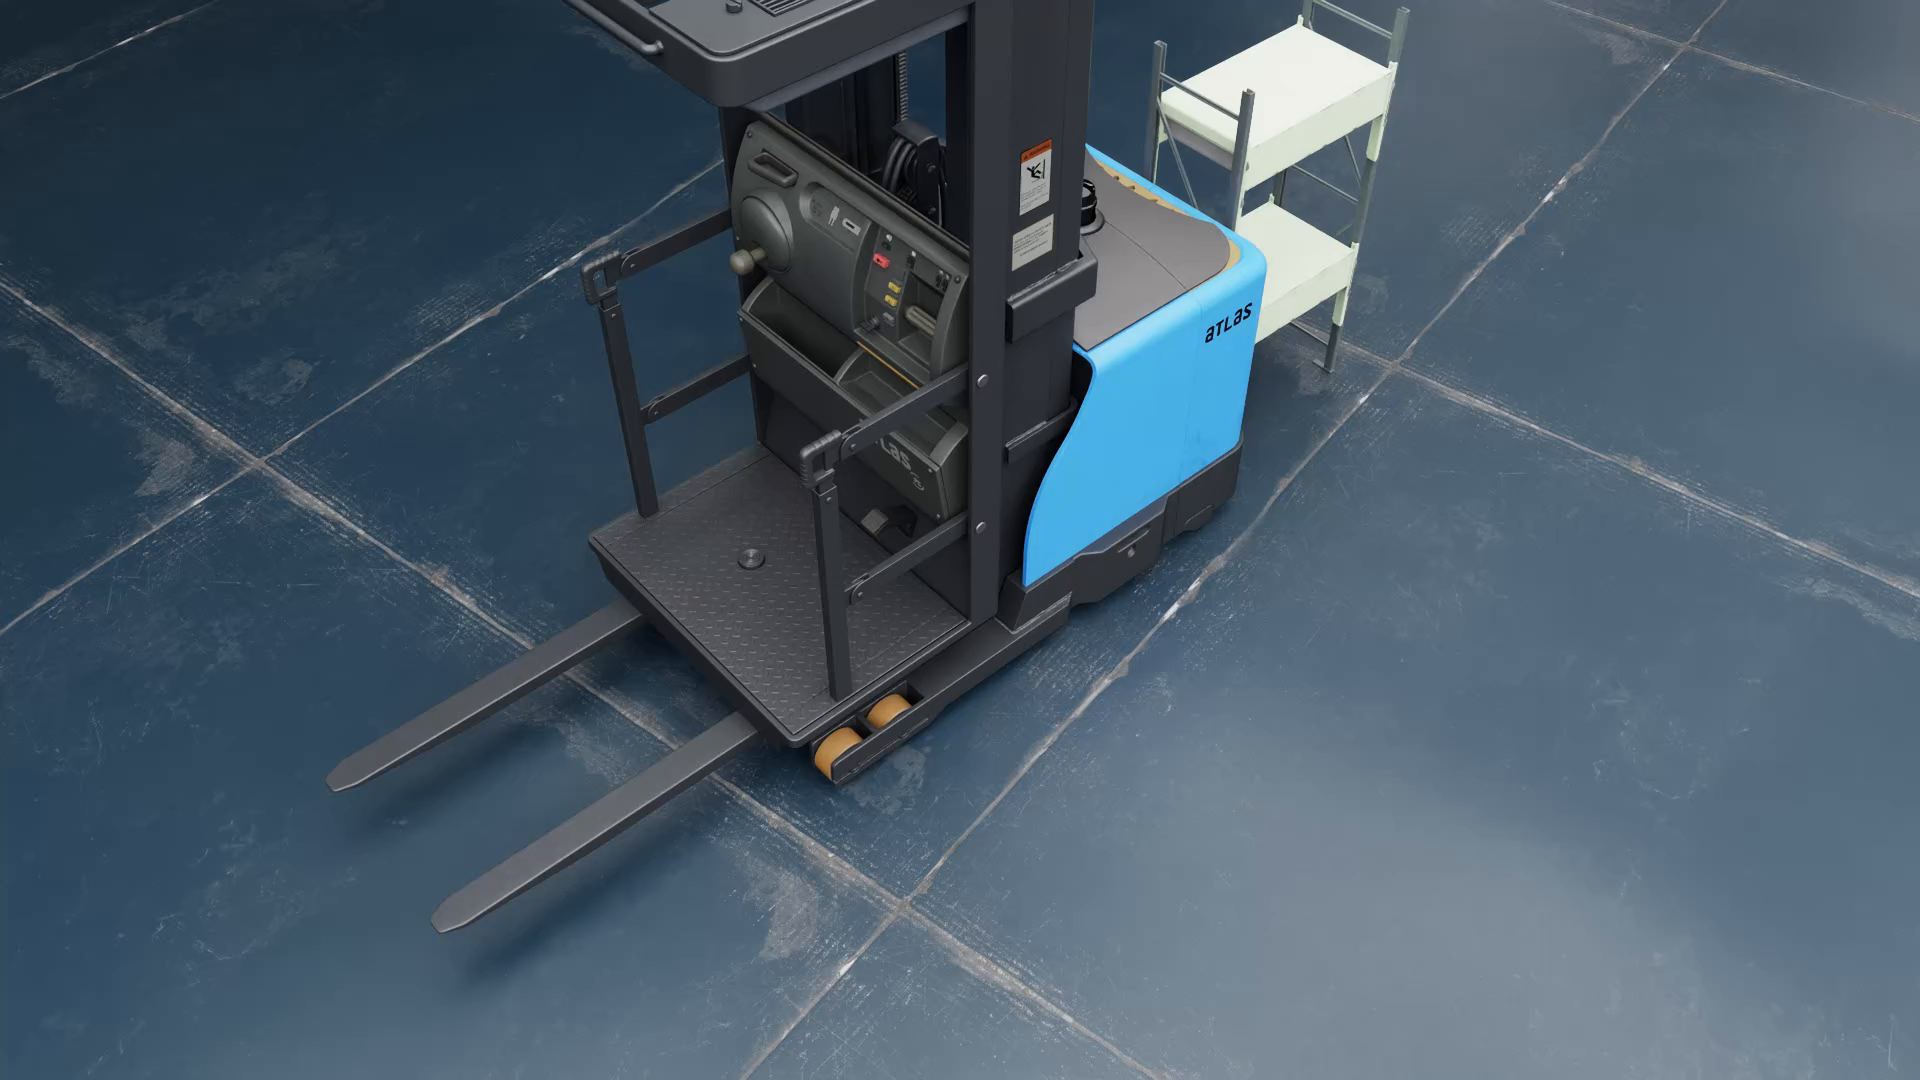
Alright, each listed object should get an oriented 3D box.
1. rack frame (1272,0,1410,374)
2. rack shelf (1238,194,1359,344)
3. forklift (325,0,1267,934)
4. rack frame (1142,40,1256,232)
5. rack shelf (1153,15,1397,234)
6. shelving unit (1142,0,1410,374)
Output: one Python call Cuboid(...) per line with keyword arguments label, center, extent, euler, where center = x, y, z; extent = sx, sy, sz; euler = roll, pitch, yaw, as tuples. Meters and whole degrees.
Cuboid(label="rack frame", center=(1.291, -1.267, 5.923), extent=(0.023, 1.500, 0.400), euler=(-32, 54, -27))
Cuboid(label="rack shelf", center=(1.015, -0.867, 5.992), extent=(0.720, 0.370, 0.431), euler=(-32, 54, -27))
Cuboid(label="forklift", center=(-0.473, -0.711, 4.402), extent=(3.031, 2.935, 1.130), euler=(-32, 54, -27))
Cuboid(label="rack frame", center=(0.740, -0.918, 5.590), extent=(0.023, 1.500, 0.400), euler=(-32, 54, -27))
Cuboid(label="rack shelf", center=(1.015, -1.362, 5.474), extent=(0.720, 0.370, 0.431), euler=(-32, 54, -27))
Cuboid(label="shelving unit", center=(1.015, -1.093, 5.757), extent=(0.755, 1.500, 0.431), euler=(-32, 54, -27))
